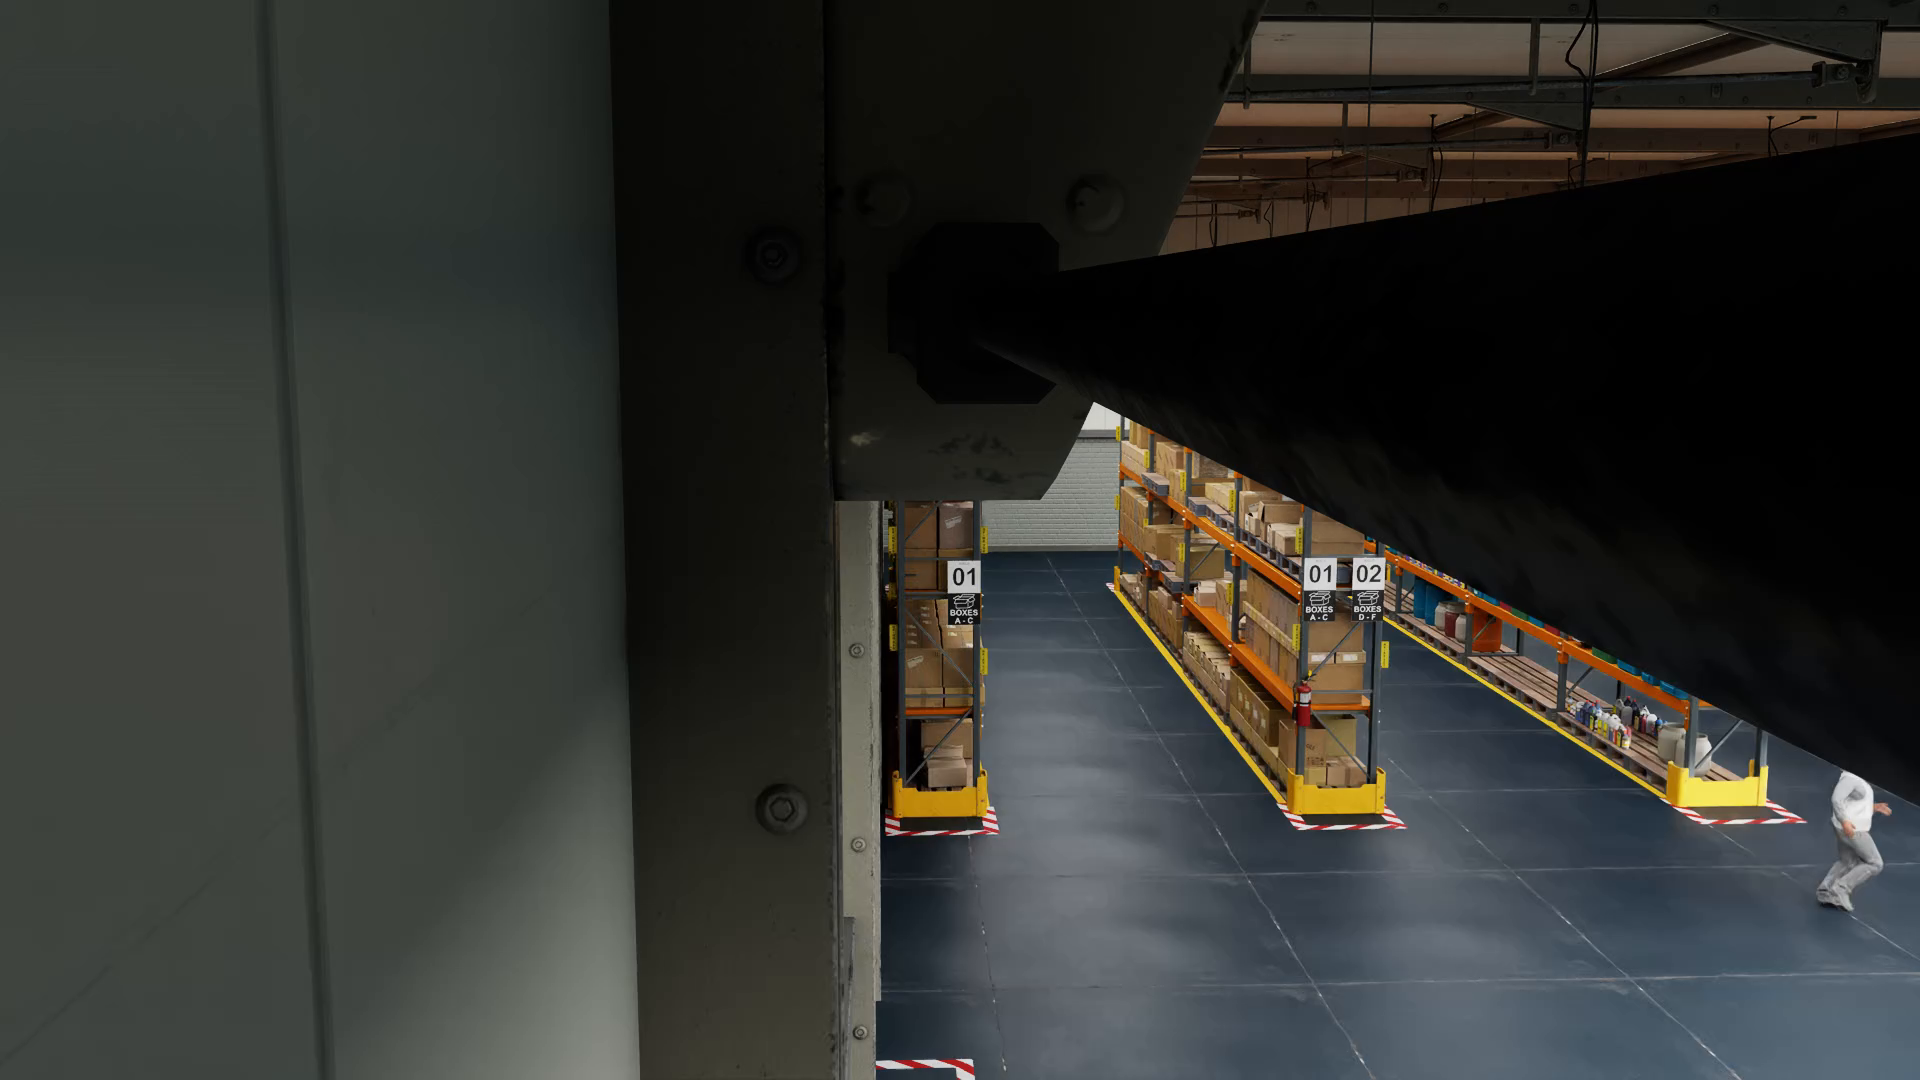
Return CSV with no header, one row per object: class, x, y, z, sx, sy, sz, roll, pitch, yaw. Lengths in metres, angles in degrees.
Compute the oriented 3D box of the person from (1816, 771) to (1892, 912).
person,9.337,2.987,17.316,0.656,1.752,0.661,3,9,21
